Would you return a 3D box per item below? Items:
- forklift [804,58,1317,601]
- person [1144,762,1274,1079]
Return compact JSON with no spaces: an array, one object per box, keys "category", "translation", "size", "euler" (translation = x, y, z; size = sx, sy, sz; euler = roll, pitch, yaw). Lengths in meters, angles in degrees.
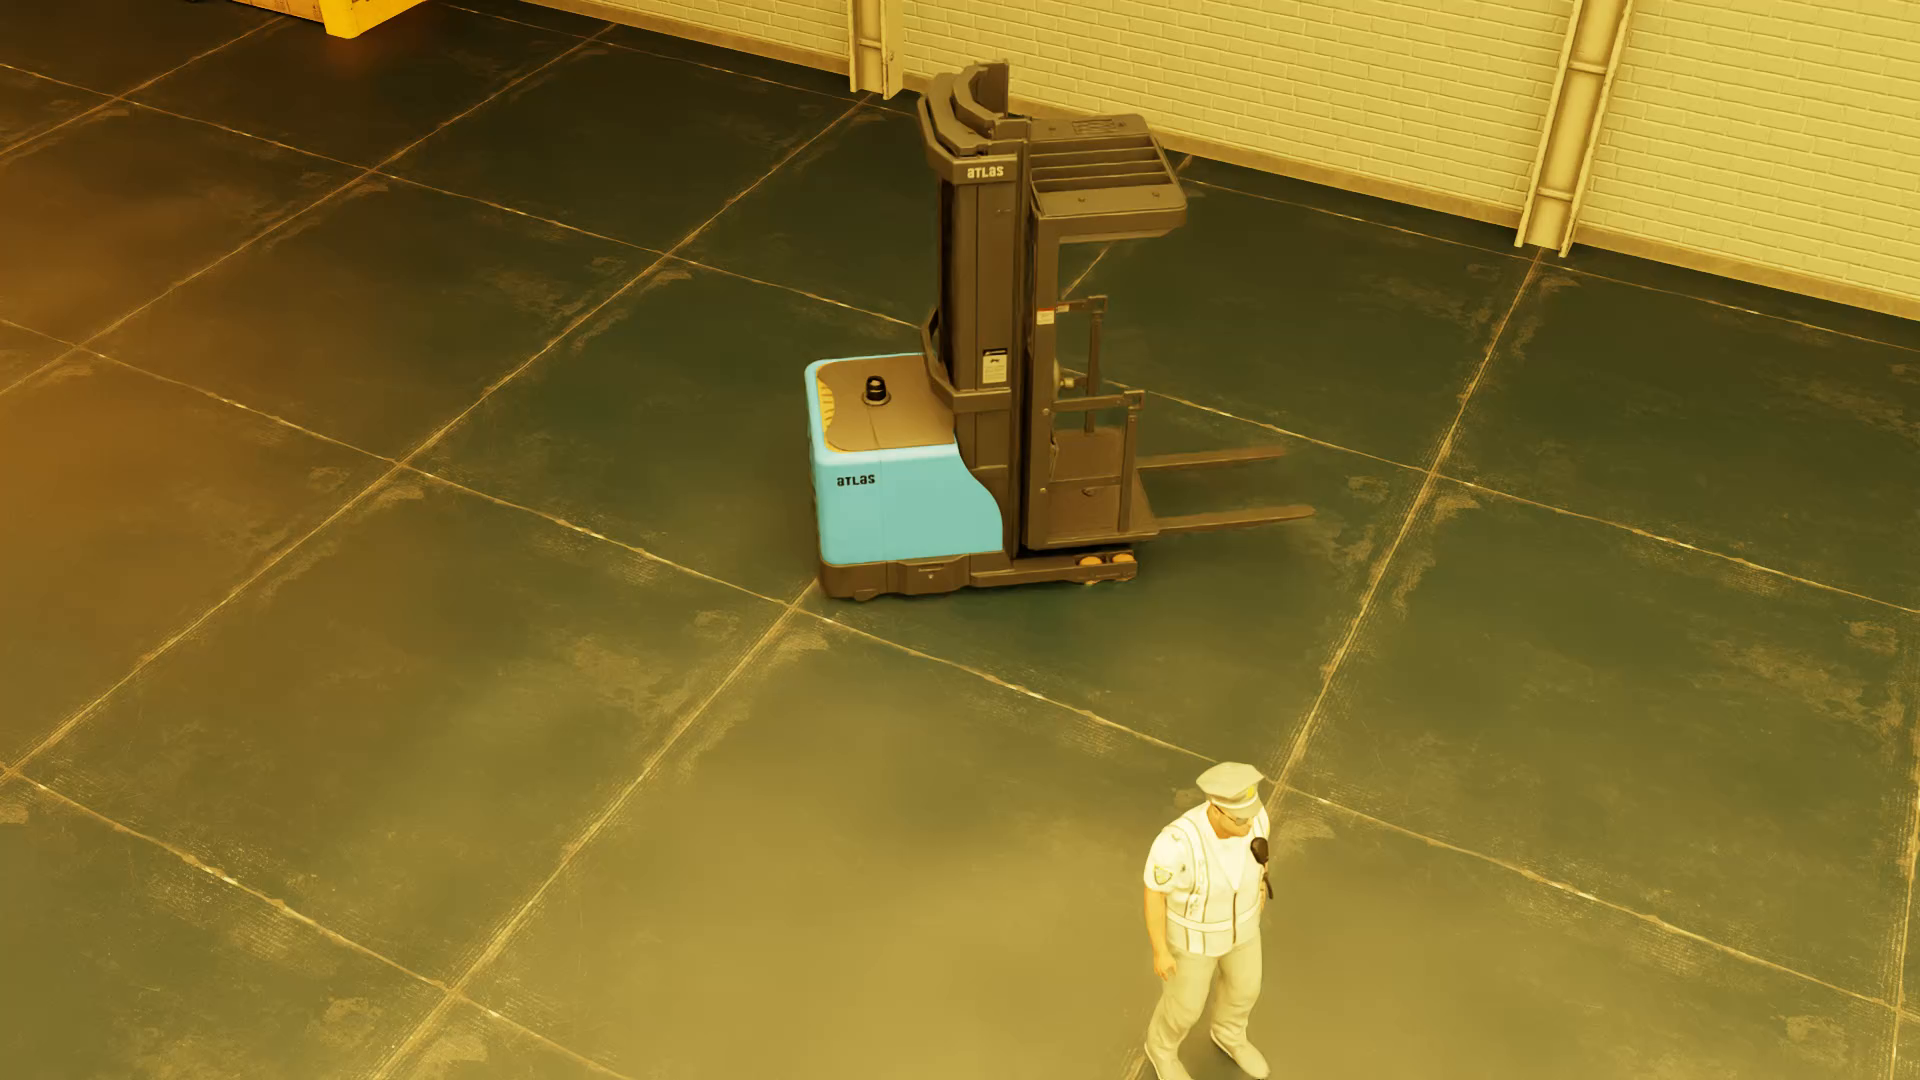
[{"category":"forklift","translation":[0.624,-1.191,9.400],"size":[3.031,2.935,1.130],"euler":[-5,40,-6]},{"category":"person","translation":[1.076,1.649,6.954],"size":[0.620,1.801,0.511],"euler":[-19,44,-21]}]
